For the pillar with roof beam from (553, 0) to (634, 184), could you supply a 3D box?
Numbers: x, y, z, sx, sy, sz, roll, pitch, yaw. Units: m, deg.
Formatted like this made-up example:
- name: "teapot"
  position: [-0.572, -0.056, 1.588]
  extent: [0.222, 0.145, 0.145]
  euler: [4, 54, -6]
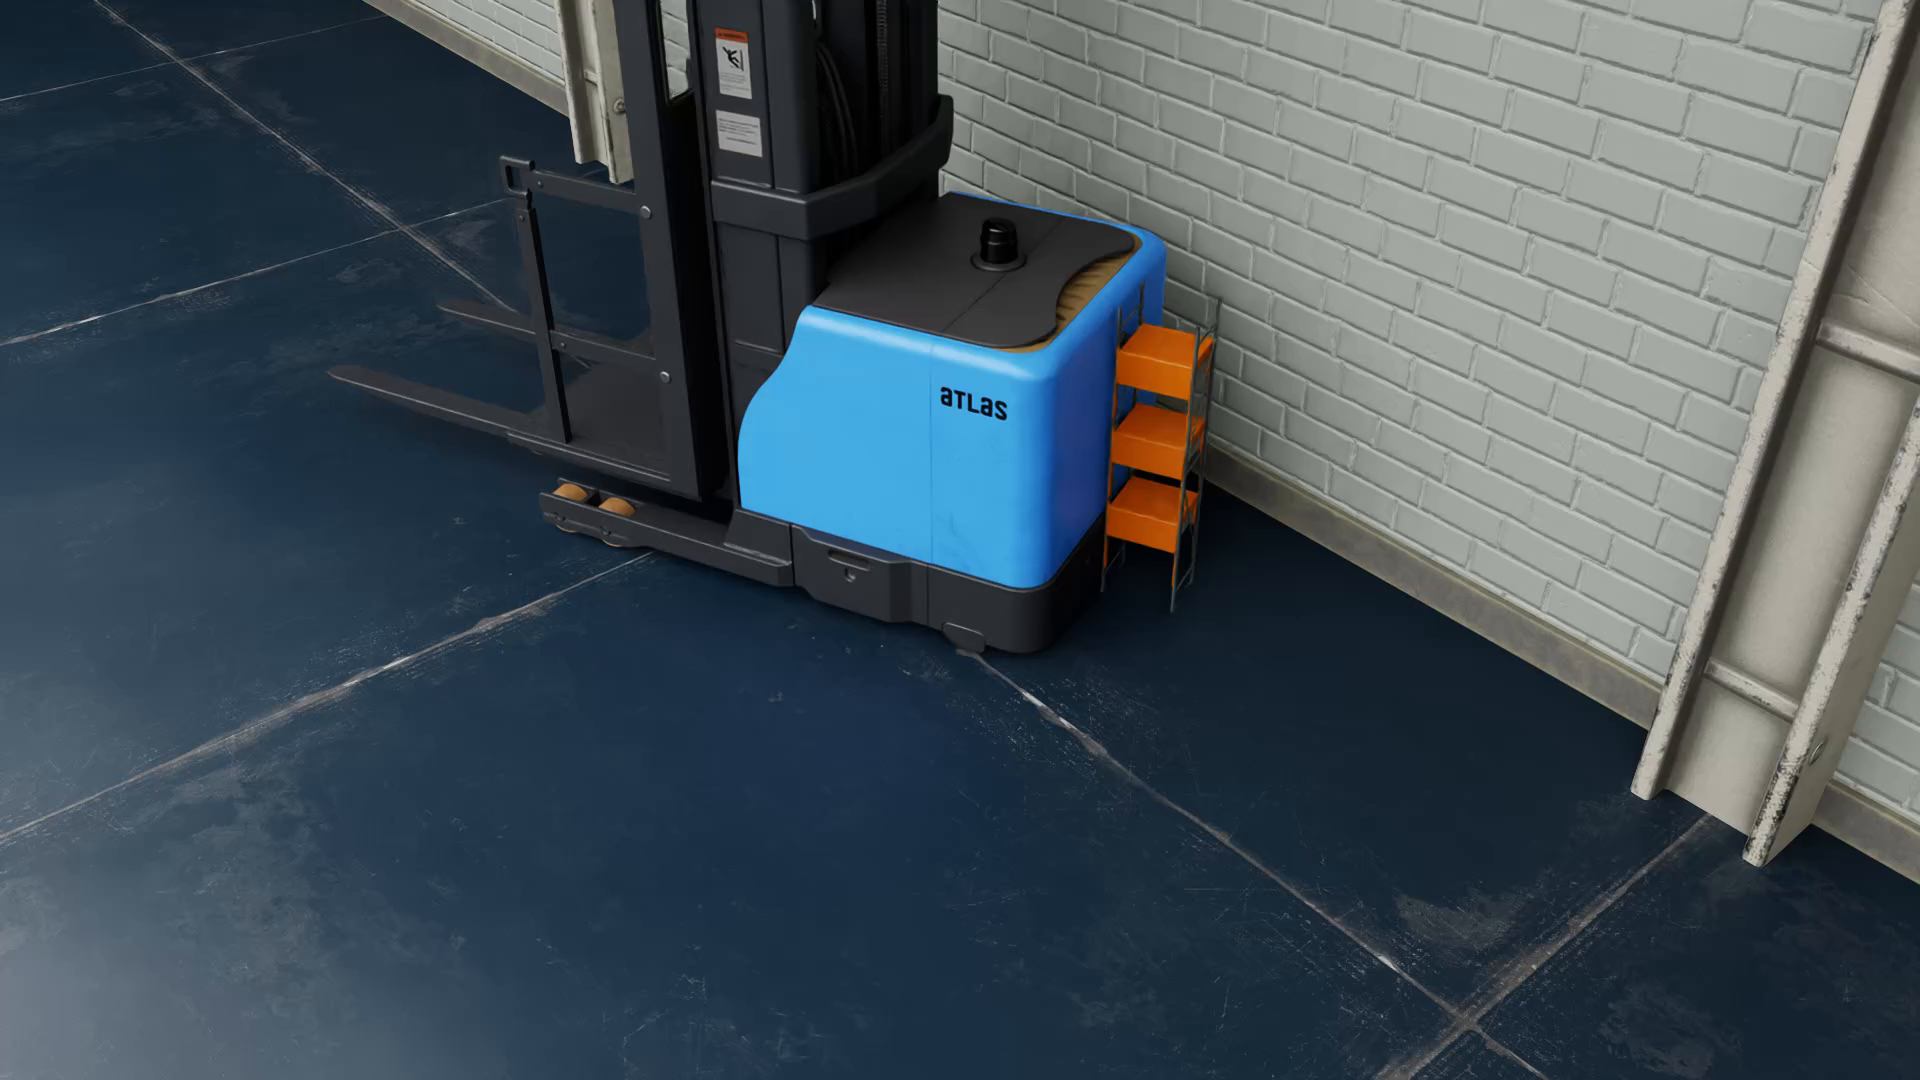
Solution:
- name: "pillar with roof beam"
  position: [-5.007, -3.972, 3.572]
  extent: [9.100, 9.000, 0.400]
  euler: [-26, 43, -32]

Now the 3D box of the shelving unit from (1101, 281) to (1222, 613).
- name: "shelving unit"
  position: [0.623, -0.273, 5.228]
  extent: [0.252, 1.050, 0.215]
  euler: [16, 38, 21]

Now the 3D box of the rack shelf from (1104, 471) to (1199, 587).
- name: "rack shelf"
  position: [0.623, -0.038, 5.394]
  extent: [0.240, 0.259, 0.215]
  euler: [16, 38, 21]

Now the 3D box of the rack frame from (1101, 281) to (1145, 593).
- name: "rack frame"
  position: [0.513, -0.305, 5.272]
  extent: [0.008, 1.050, 0.200]
  euler: [16, 38, 21]

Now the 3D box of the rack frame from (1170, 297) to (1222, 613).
- name: "rack frame"
  position: [0.732, -0.242, 5.183]
  extent: [0.008, 1.050, 0.200]
  euler: [16, 38, 21]

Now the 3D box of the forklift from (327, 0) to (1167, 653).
- name: "forklift"
  position: [-0.882, -1.428, 5.230]
  extent: [3.031, 2.935, 1.130]
  euler: [16, 38, 21]

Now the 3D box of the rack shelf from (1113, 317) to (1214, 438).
- name: "rack shelf"
  position: [0.623, -0.496, 5.070]
  extent: [0.240, 0.259, 0.215]
  euler: [16, 38, 21]

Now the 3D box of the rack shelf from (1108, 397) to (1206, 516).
- name: "rack shelf"
  position: [0.623, -0.265, 5.234]
  extent: [0.240, 0.259, 0.215]
  euler: [16, 38, 21]
